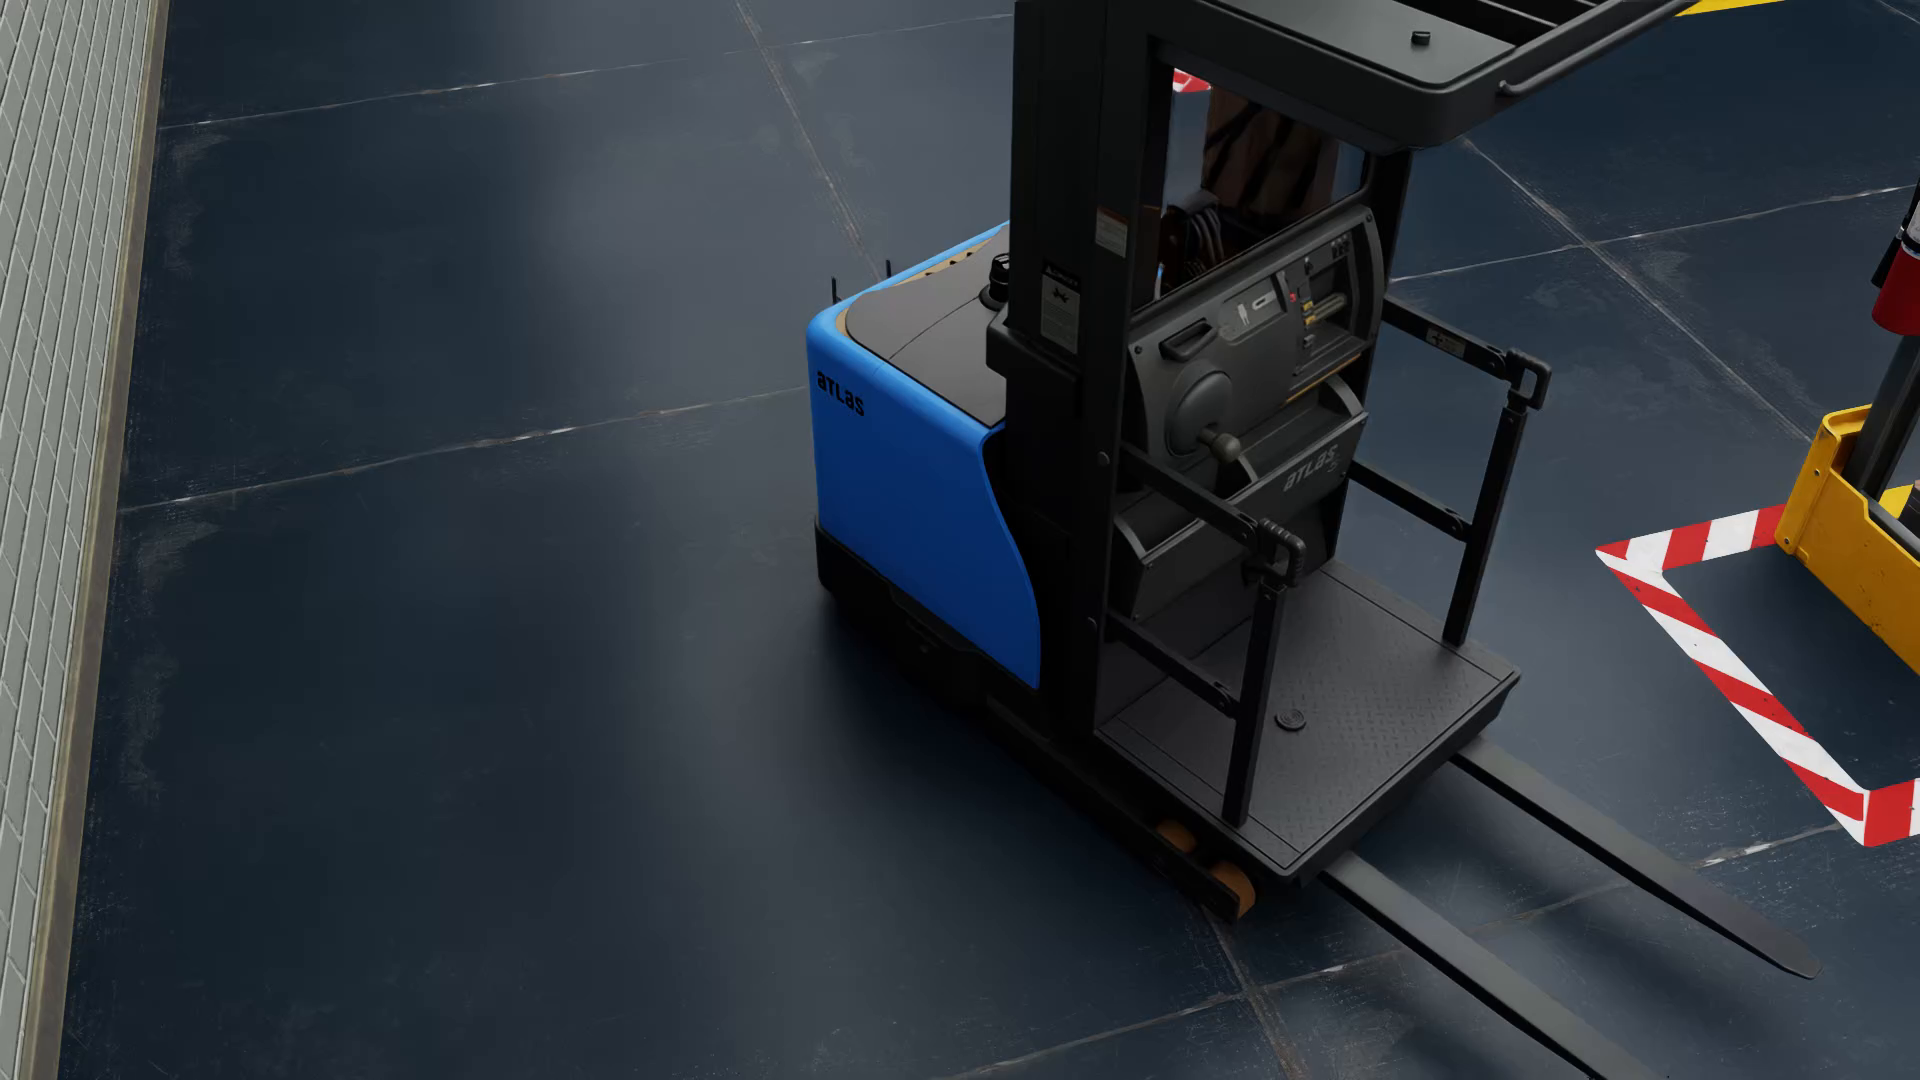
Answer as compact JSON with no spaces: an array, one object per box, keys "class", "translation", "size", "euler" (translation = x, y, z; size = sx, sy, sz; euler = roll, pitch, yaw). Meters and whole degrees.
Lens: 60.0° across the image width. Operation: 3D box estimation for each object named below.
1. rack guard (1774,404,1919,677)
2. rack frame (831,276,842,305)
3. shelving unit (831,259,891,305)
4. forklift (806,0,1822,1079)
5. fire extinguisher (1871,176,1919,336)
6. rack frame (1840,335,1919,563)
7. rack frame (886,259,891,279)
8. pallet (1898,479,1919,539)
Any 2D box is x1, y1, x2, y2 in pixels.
[{"class":"rack guard","translation":[3.139,0.118,5.235],"size":[0.348,0.500,1.175],"euler":[-12,42,-13]},{"class":"rack frame","translation":[-0.349,-0.442,5.572],"size":[0.006,0.900,0.240],"euler":[-22,46,-24]},{"class":"shelving unit","translation":[-0.262,-0.478,5.613],"size":[0.210,0.900,0.258],"euler":[-22,46,-24]},{"class":"forklift","translation":[0.900,-0.446,4.033],"size":[1.130,2.935,3.031],"euler":[-31,50,-31]},{"class":"fire extinguisher","translation":[2.878,-0.922,4.868],"size":[0.183,0.674,0.296],"euler":[-12,42,-13]},{"class":"rack frame","translation":[3.158,-0.836,4.427],"size":[0.127,3.000,1.000],"euler":[-12,42,-13]},{"class":"rack frame","translation":[-0.176,-0.513,5.653],"size":[0.006,0.900,0.240],"euler":[-22,46,-24]},{"class":"pallet","translation":[3.957,0.075,5.504],"size":[1.213,0.211,1.003],"euler":[-12,42,-13]}]
